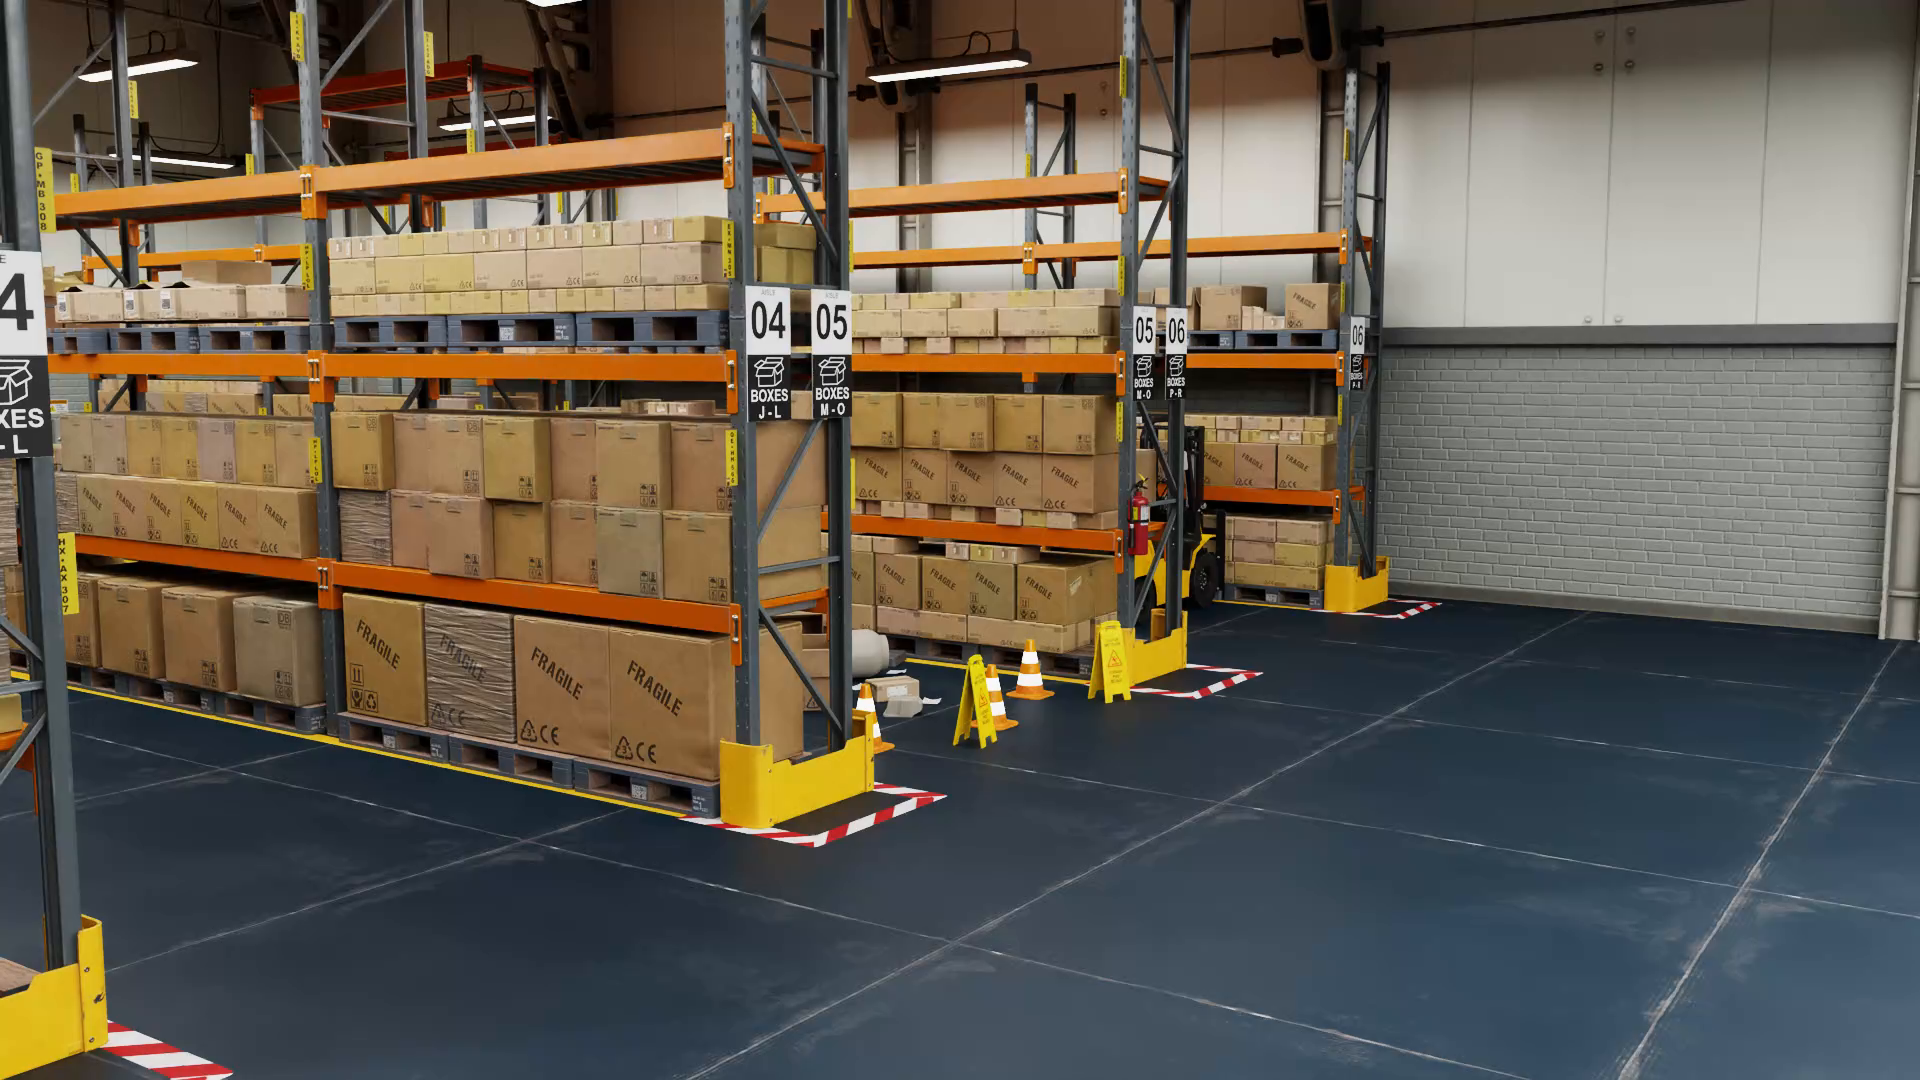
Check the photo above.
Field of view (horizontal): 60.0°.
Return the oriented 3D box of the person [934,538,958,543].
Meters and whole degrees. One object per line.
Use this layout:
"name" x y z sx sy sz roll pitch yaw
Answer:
"person" -0.132 -0.147 19.216 0.486 1.754 0.554 4 8 35
